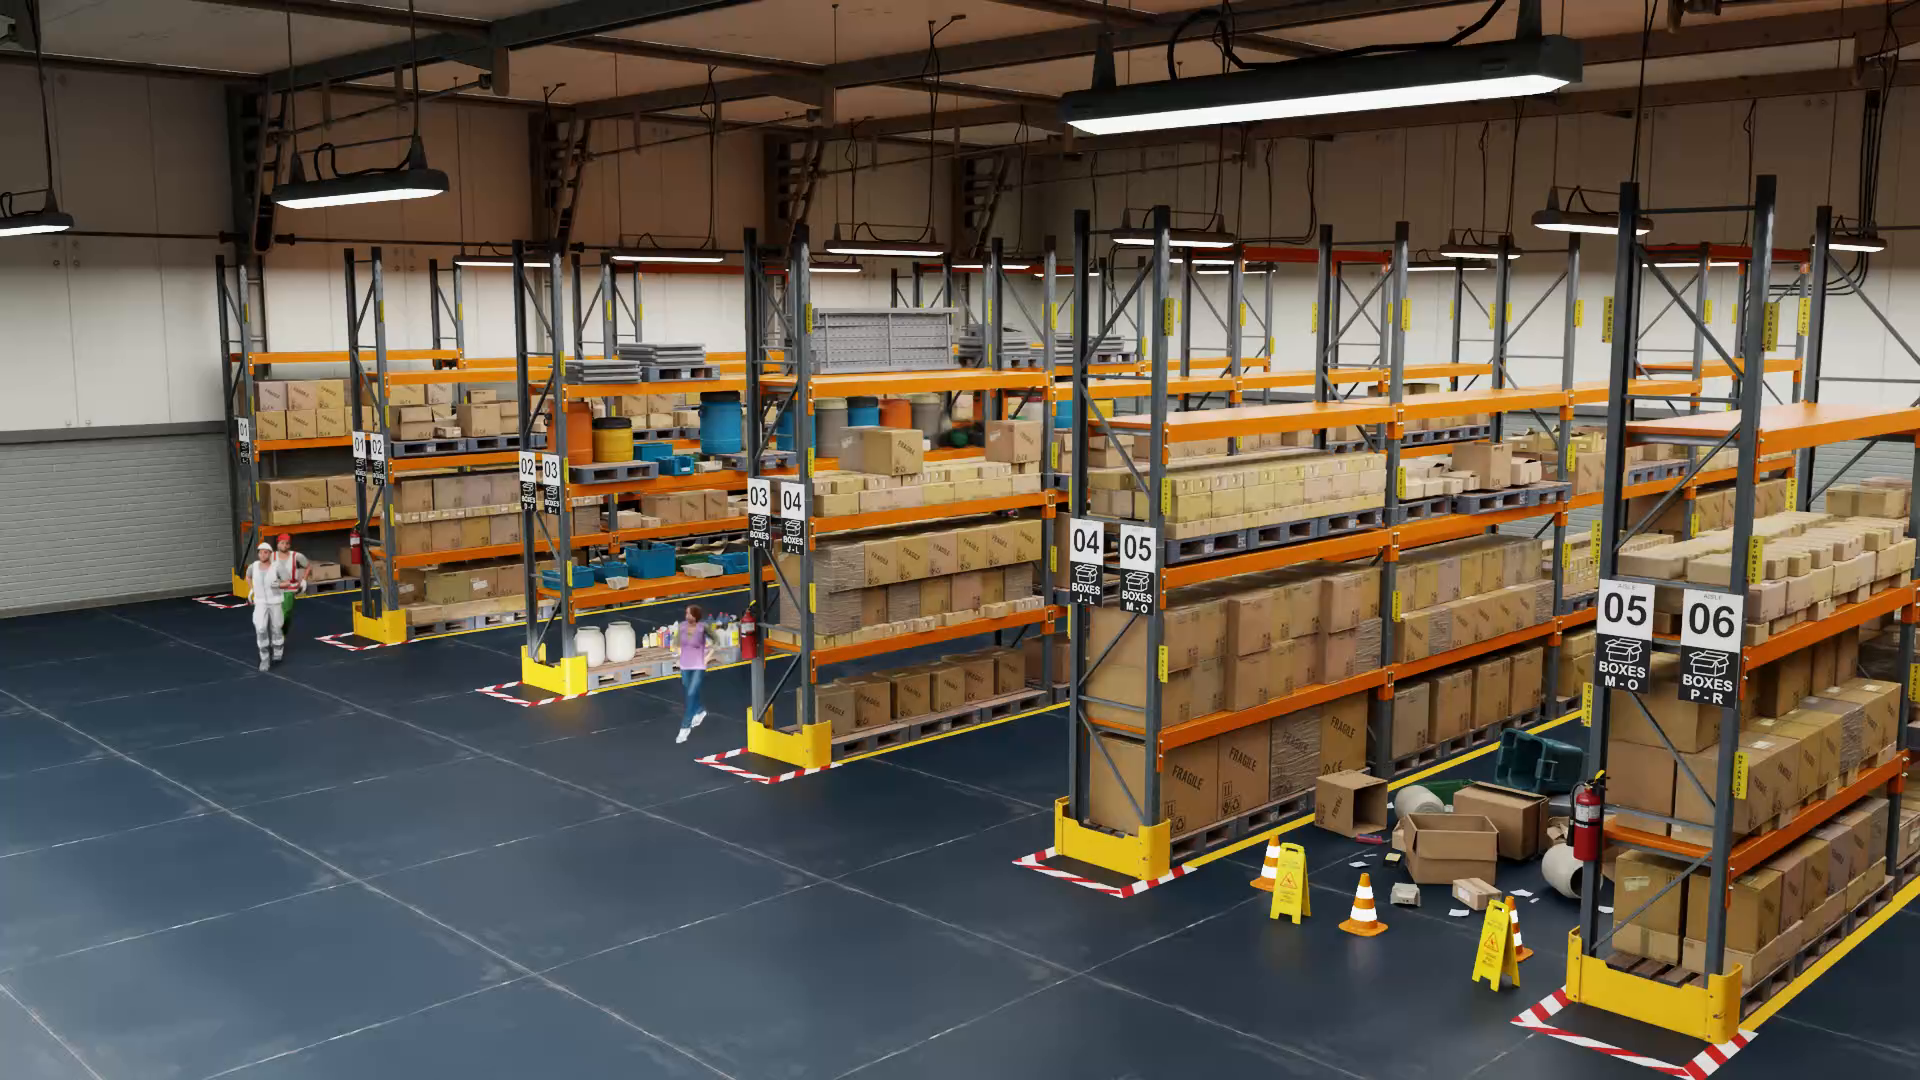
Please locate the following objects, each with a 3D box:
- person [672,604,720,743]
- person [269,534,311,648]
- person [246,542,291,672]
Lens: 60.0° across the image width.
[{"bbox_3d":[-3.174,1.559,19.961,0.547,1.633,0.762,3,9,21],"label":"person"},{"bbox_3d":[-10.118,0.774,24.883,0.703,1.756,0.654,-1,8,-9],"label":"person"},{"bbox_3d":[-9.839,0.935,23.646,0.643,1.817,0.748,-2,8,-12],"label":"person"}]
